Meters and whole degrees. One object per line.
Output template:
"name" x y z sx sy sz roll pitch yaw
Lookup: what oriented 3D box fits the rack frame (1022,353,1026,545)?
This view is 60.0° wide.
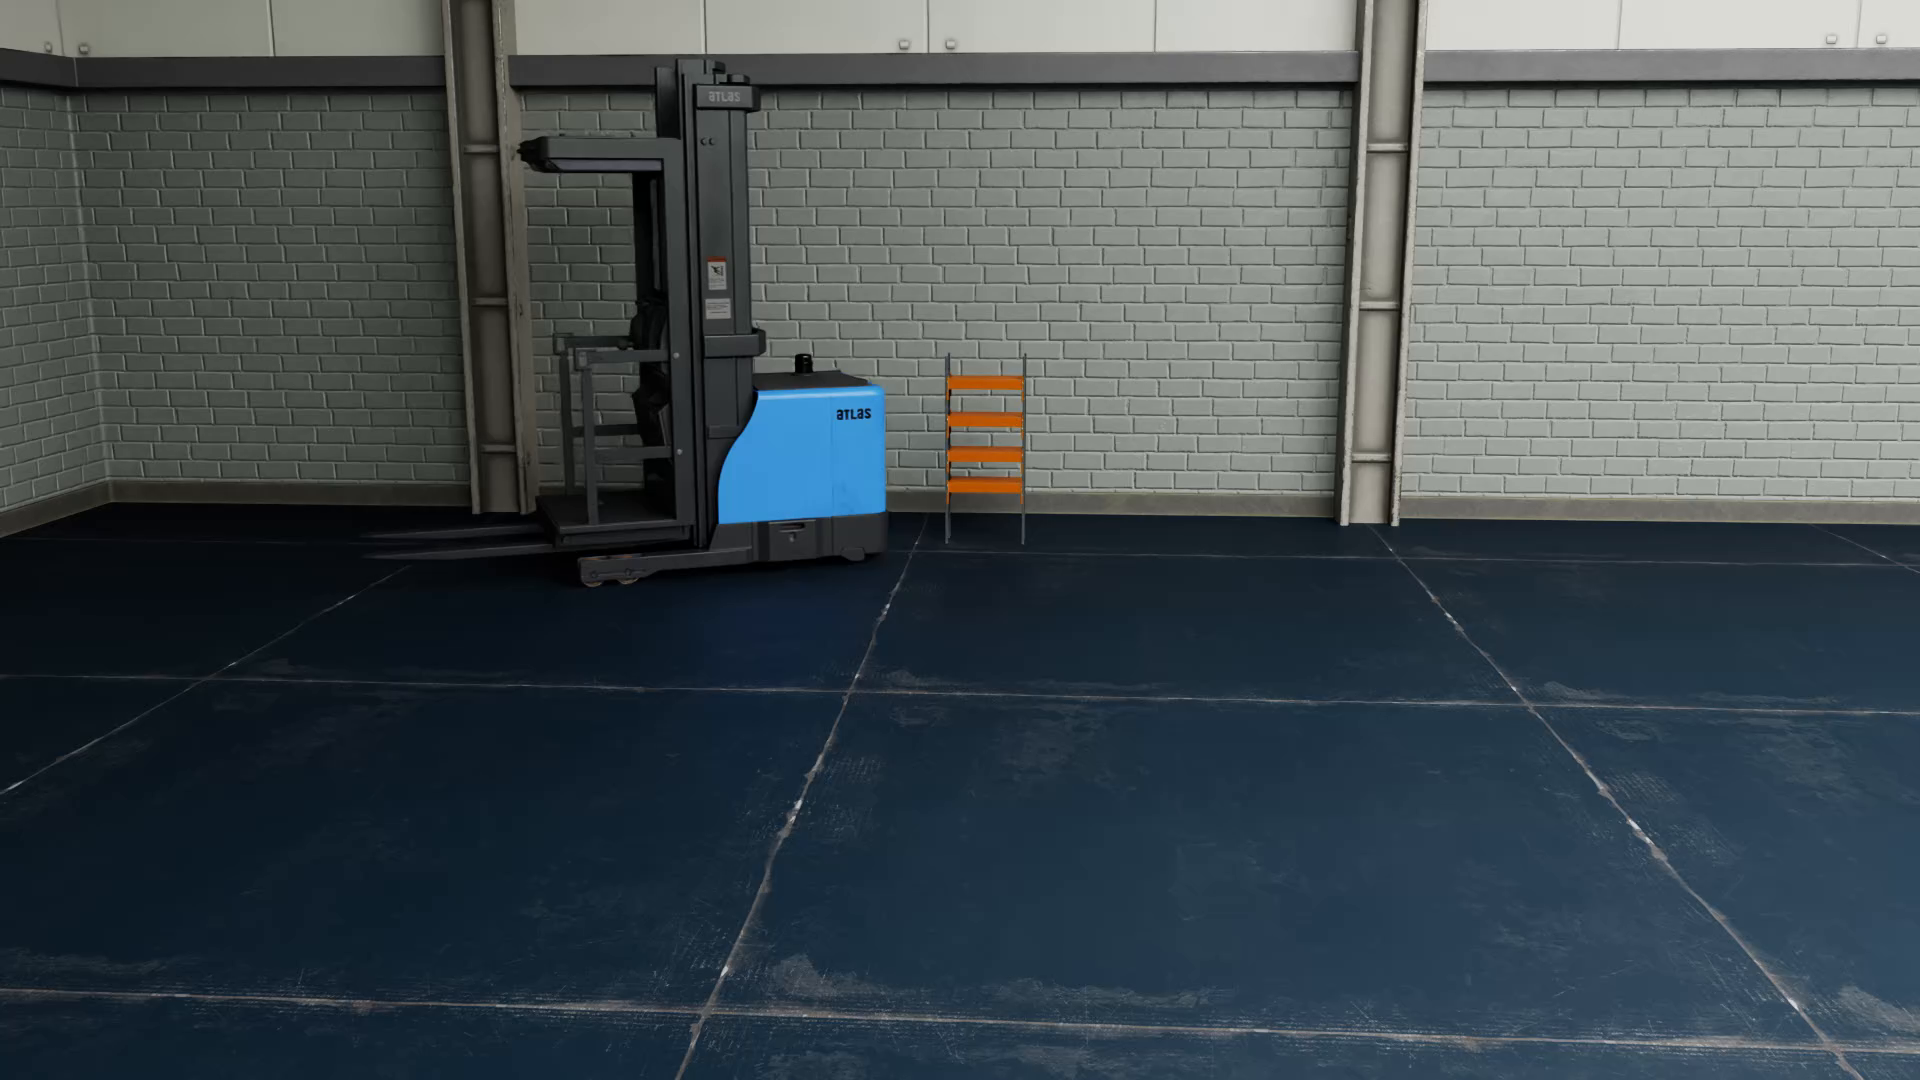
"rack frame" 0.409 -0.582 10.618 0.015 1.200 0.240 1 12 4

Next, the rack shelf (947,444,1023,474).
"rack shelf" 0.165 -0.519 10.648 0.480 0.148 0.258 1 12 4

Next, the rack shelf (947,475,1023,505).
"rack shelf" 0.165 -0.325 10.689 0.480 0.148 0.258 1 12 4

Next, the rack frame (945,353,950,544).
"rack frame" -0.078 -0.588 10.650 0.015 1.200 0.240 1 12 4

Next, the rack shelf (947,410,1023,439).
"rack shelf" 0.165 -0.738 10.602 0.480 0.148 0.258 1 12 4

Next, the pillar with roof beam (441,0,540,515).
"pillar with roof beam" -3.497 -3.736 6.652 0.400 9.000 9.100 1 12 4

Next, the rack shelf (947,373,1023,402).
"rack shelf" 0.165 -0.970 10.554 0.480 0.148 0.258 1 12 4

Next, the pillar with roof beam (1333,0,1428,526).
"pillar with roof beam" 2.489 -3.654 6.260 0.400 9.000 9.100 1 12 4

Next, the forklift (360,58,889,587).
"forklift" -2.008 -1.289 9.772 3.031 2.935 1.130 -4 13 -20

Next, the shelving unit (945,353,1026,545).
"shelving unit" 0.165 -0.585 10.634 0.503 1.200 0.258 1 12 4
